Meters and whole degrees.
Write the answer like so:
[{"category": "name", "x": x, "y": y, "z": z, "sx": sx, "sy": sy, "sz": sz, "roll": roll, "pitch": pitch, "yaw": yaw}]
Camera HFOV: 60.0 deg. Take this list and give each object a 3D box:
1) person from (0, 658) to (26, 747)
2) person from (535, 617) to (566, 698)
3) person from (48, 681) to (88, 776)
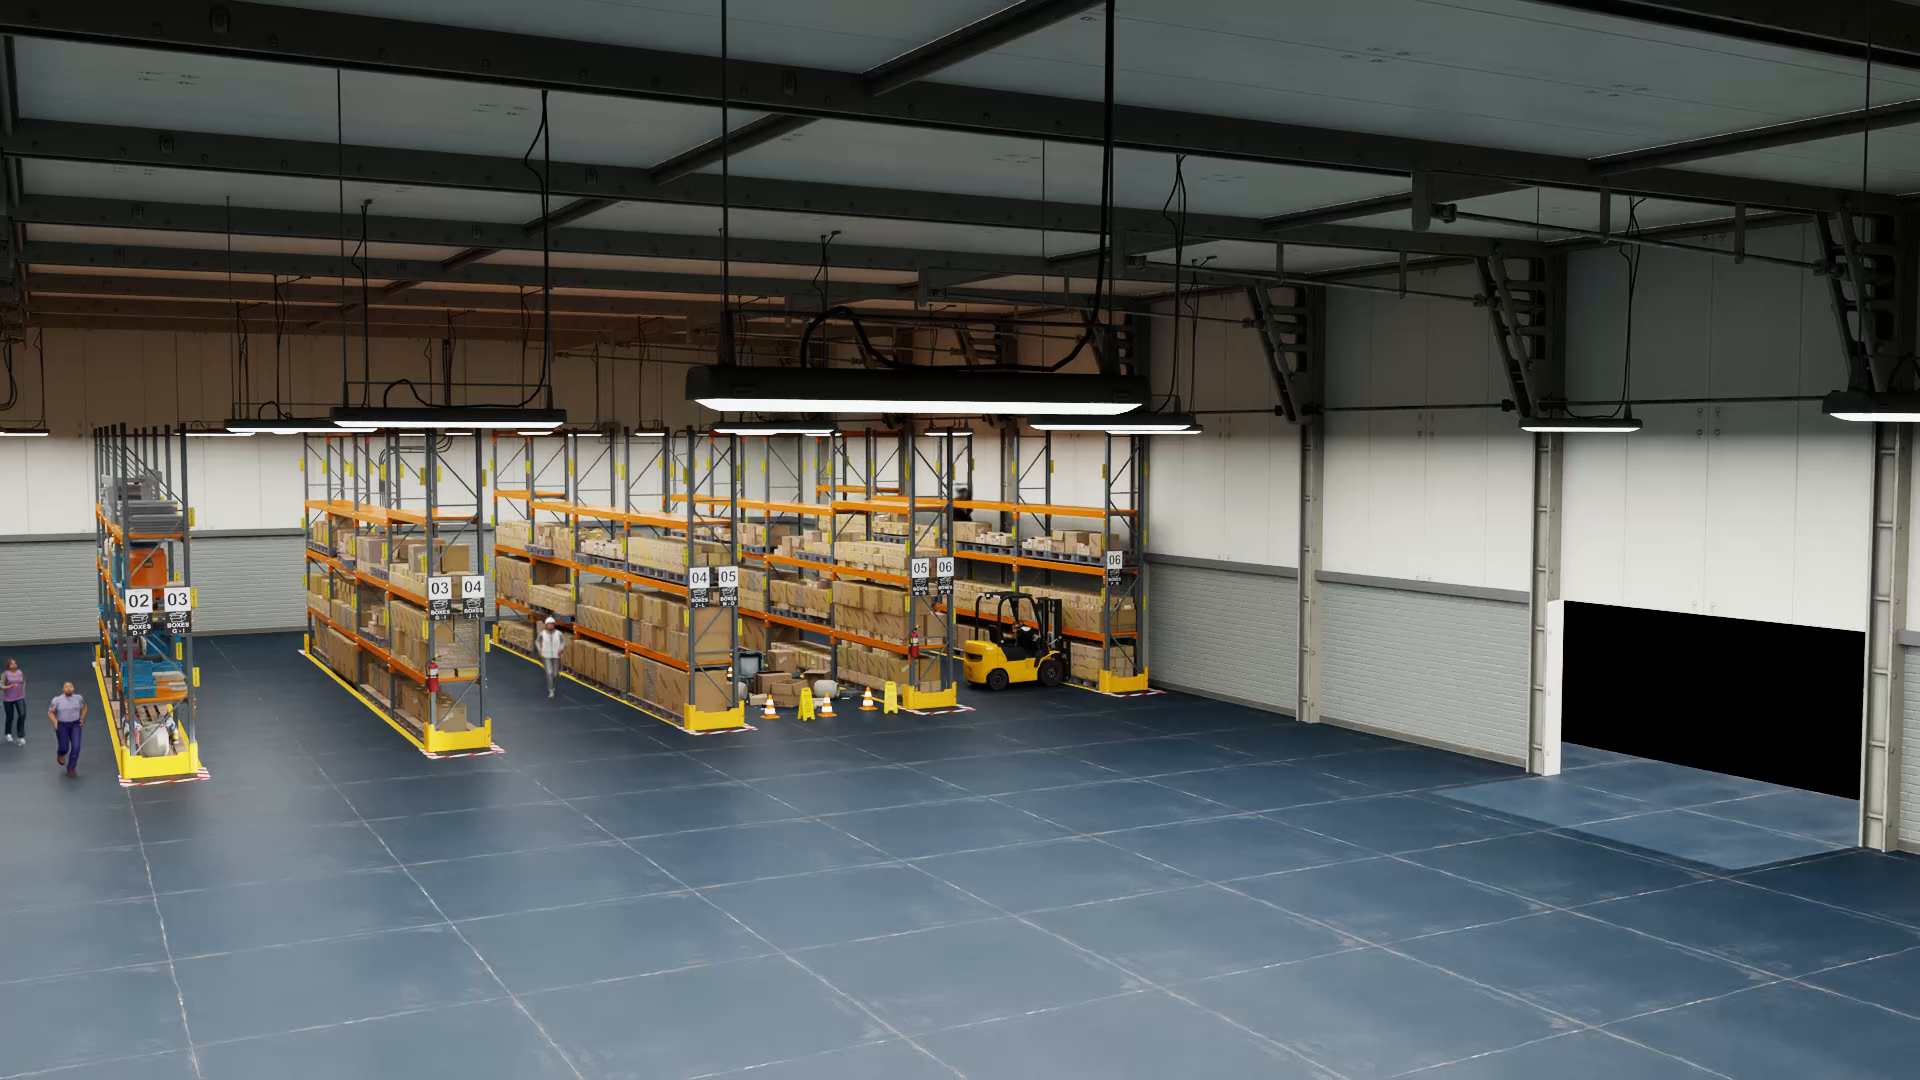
[{"category": "person", "x": -17.729, "y": 3.028, "z": 31.136, "sx": 0.690, "sy": 1.639, "sz": 0.500, "roll": 3, "pitch": 5, "yaw": 44}, {"category": "person", "x": -9.147, "y": 2.606, "z": 37.186, "sx": 0.673, "sy": 1.773, "sz": 0.843, "roll": -1, "pitch": 4, "yaw": -21}, {"category": "person", "x": -15.265, "y": 3.217, "z": 28.489, "sx": 0.608, "sy": 1.602, "sz": 0.598, "roll": -3, "pitch": 4, "yaw": -37}]
